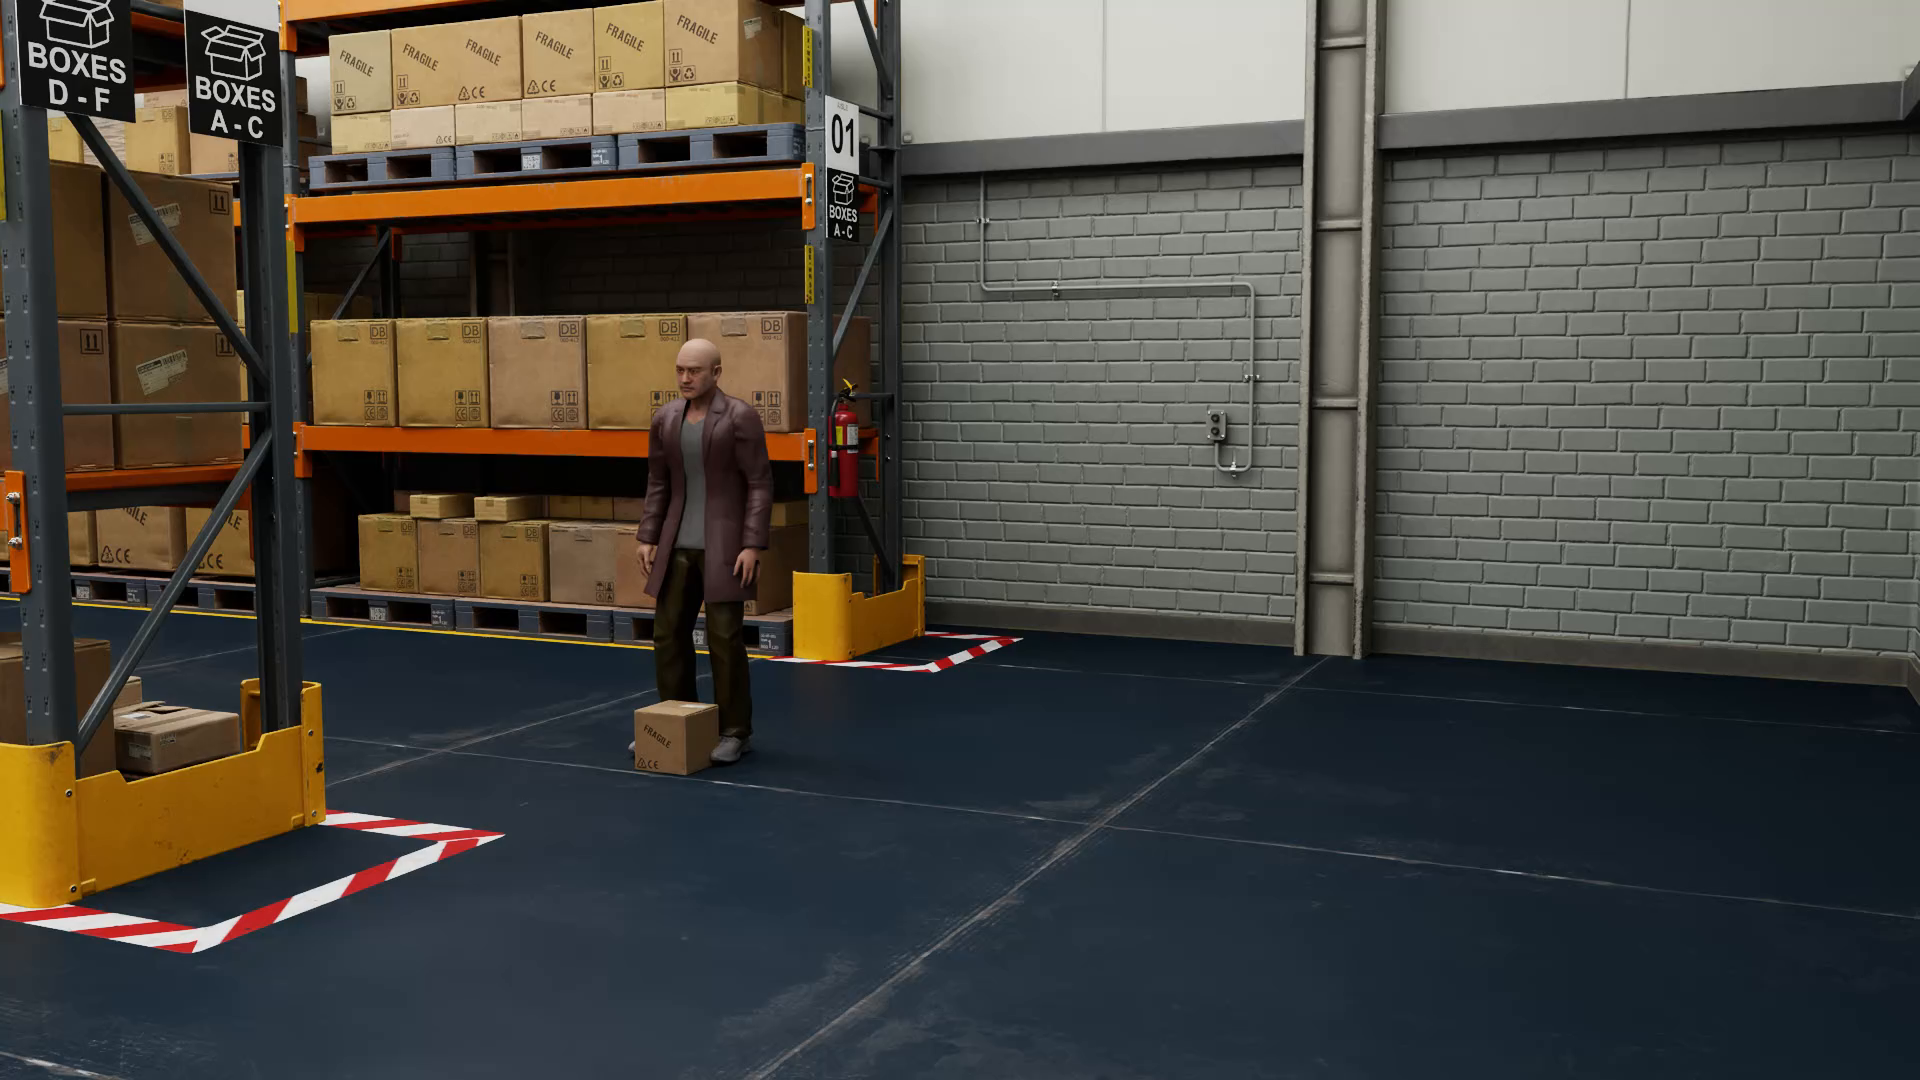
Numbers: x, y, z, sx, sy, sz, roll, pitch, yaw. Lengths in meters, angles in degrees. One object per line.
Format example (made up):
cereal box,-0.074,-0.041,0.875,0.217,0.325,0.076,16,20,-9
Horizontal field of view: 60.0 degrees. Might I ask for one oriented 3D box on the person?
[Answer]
person,-1.090,0.038,7.063,0.644,1.774,0.425,2,6,24
